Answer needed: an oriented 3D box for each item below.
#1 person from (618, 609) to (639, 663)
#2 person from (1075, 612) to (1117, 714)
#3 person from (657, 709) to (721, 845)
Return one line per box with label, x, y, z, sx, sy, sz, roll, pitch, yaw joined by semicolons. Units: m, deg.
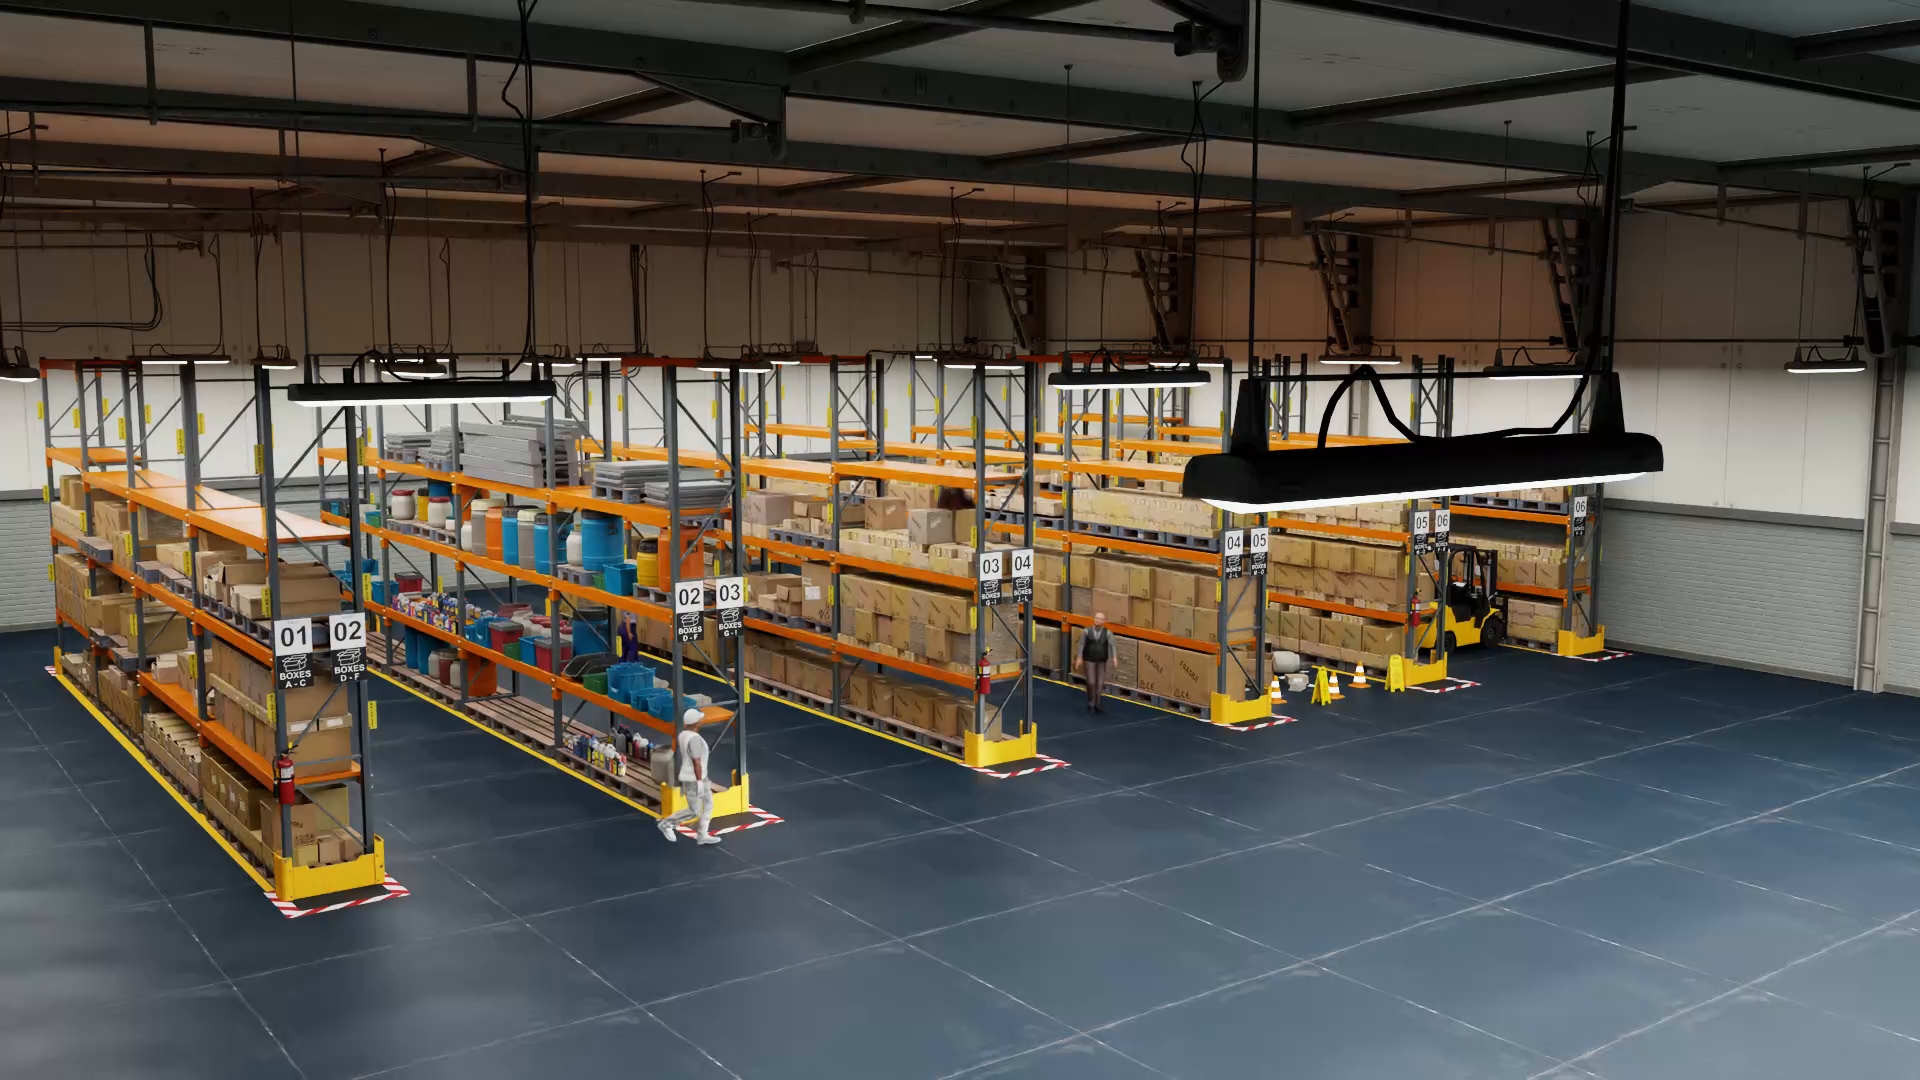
person;-6.227;1.740;31.516;0.499;1.667;0.503;-3;7;-23
person;2.341;2.133;28.249;0.655;1.782;0.618;-2;7;-16
person;-3.394;2.967;20.787;0.762;1.759;0.599;1;7;5
